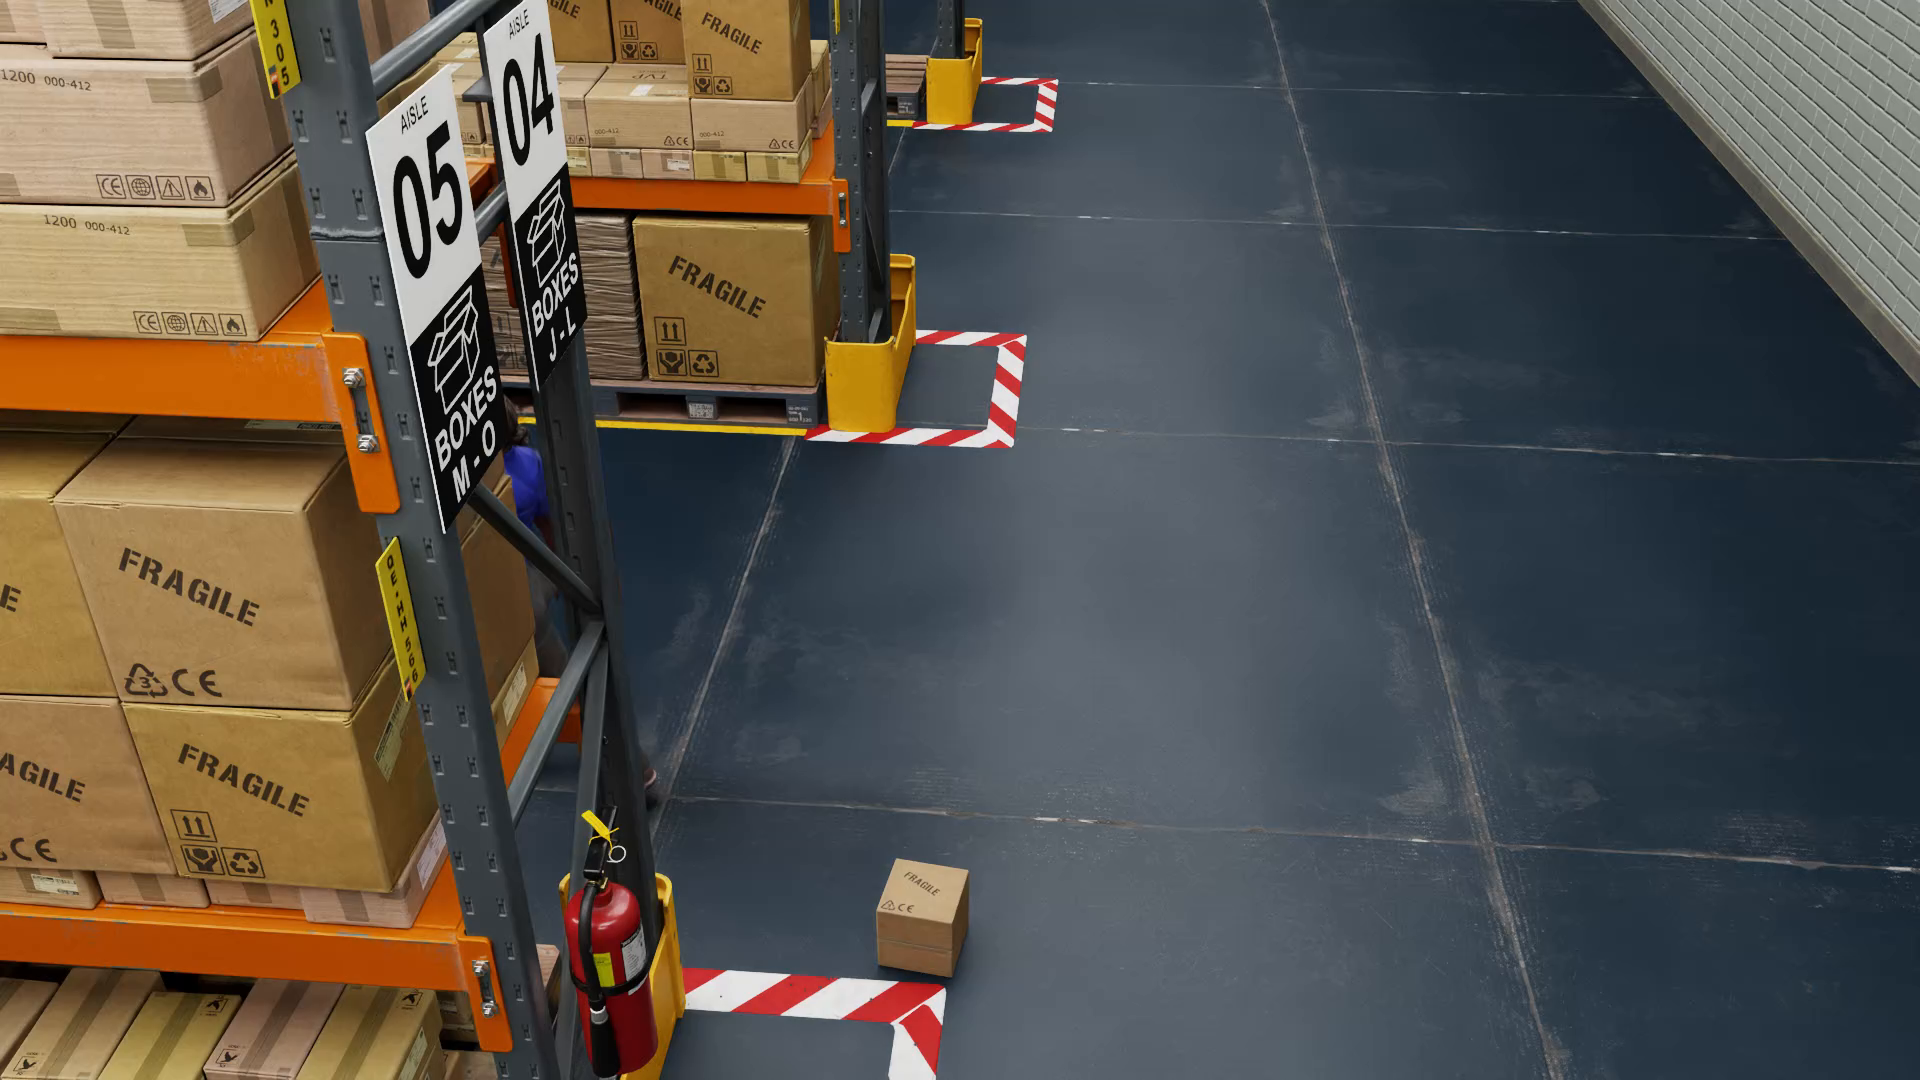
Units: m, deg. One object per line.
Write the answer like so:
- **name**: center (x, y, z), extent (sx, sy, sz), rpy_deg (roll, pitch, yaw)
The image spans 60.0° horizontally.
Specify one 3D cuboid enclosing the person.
- **person**: center (-1.625, 0.196, 5.818), extent (1.035, 1.587, 0.480), rpy_deg (2, 32, 2)
